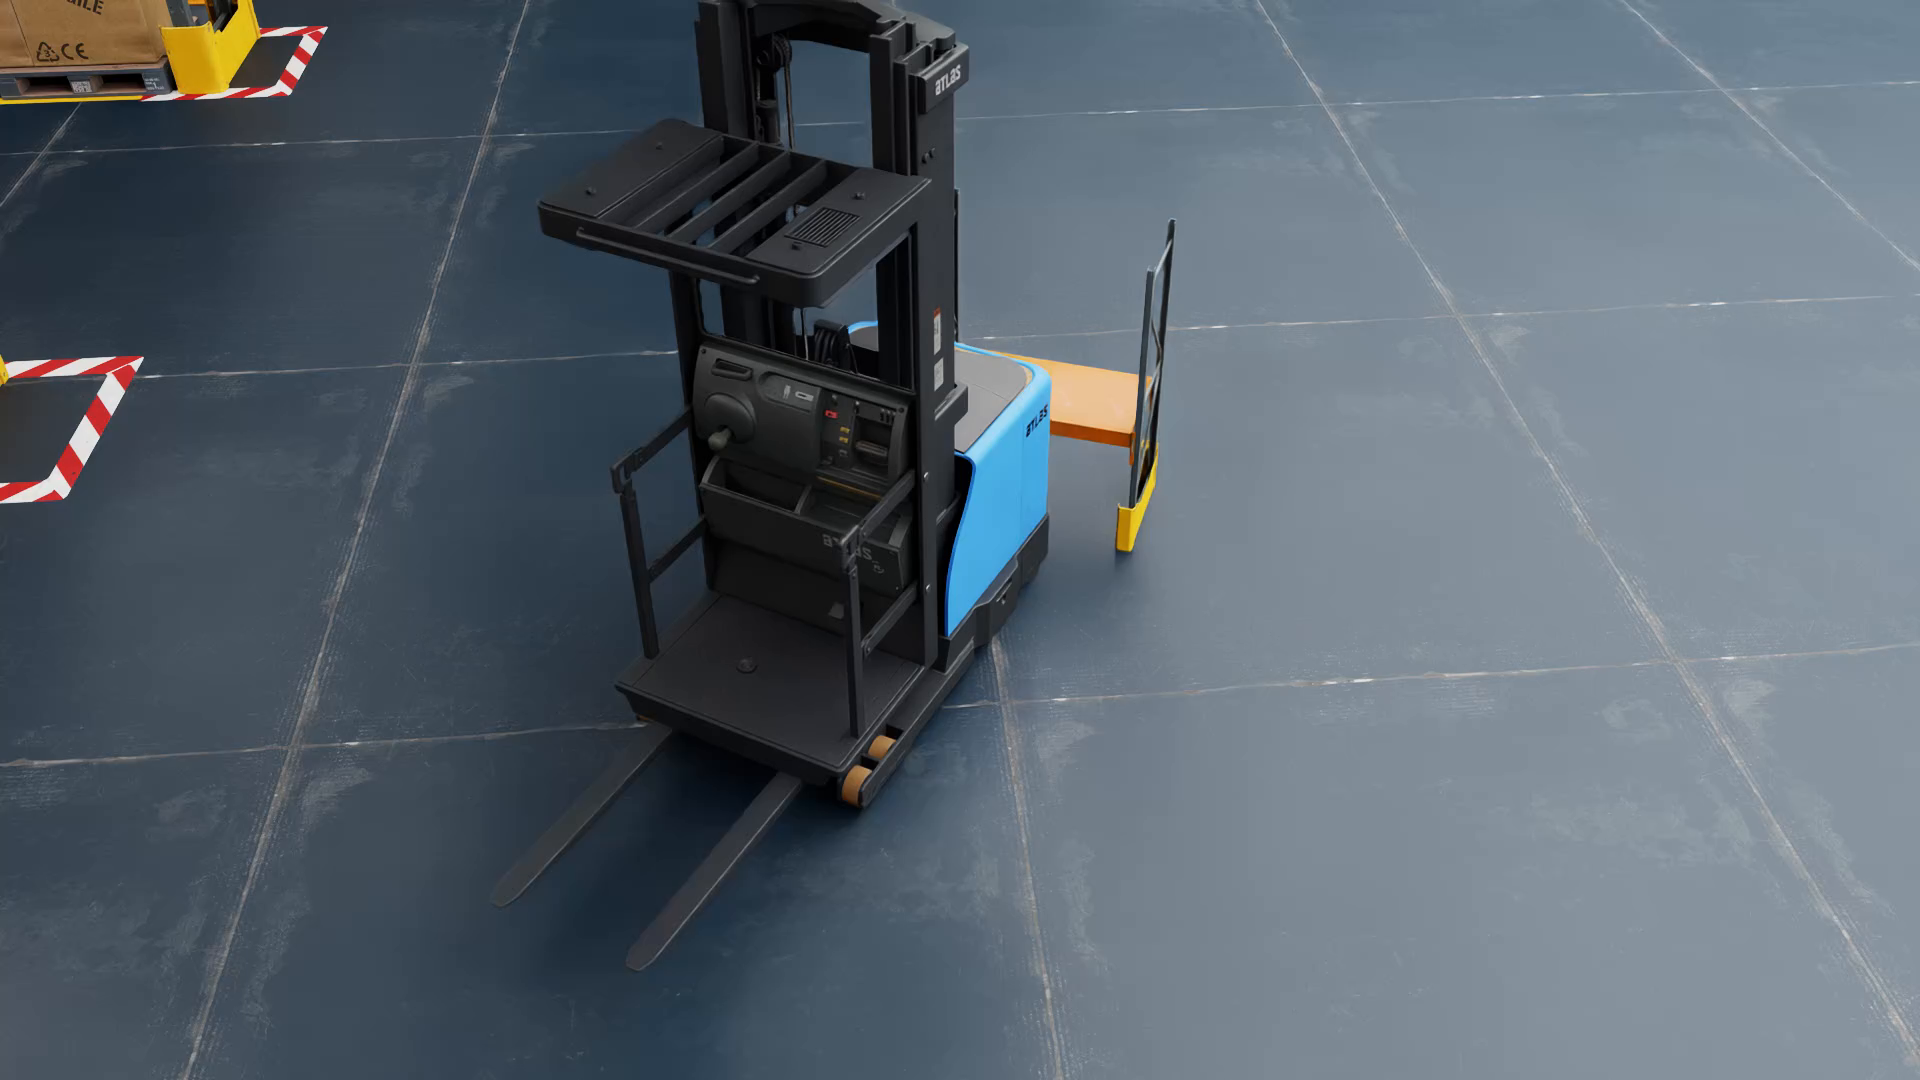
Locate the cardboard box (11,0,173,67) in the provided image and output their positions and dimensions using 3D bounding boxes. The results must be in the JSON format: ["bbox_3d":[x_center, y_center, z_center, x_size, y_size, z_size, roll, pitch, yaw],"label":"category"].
[{"bbox_3d":[-6.329,-4.068,12.183,0.875,0.875,0.875,-3,38,-4],"label":"cardboard box"}]

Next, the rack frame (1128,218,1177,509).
[{"bbox_3d":[0.887,-0.710,7.761,0.032,1.500,0.500,11,40,13],"label":"rack frame"}]

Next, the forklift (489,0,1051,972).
[{"bbox_3d":[-0.714,-0.394,6.205,1.130,2.935,3.031,18,42,21],"label":"forklift"}]

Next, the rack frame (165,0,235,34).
[{"bbox_3d":[-5.659,-4.816,11.754,0.127,3.000,1.000,-3,38,-4],"label":"rack frame"}]

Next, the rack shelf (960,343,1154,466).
[{"bbox_3d":[0.401,-0.661,7.989,1.000,0.185,0.538,11,40,13],"label":"rack shelf"}]

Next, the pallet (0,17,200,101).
[{"bbox_3d":[-6.449,-3.629,12.501,1.213,0.211,1.003,-3,38,-4],"label":"pallet"}]

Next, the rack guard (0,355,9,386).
[{"bbox_3d":[-5.396,-0.764,8.637,0.348,0.500,1.175,-3,38,-4],"label":"rack guard"}]

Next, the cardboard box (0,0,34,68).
[{"bbox_3d":[-7.205,-4.019,12.120,0.875,0.875,0.875,-4,38,-5],"label":"cardboard box"}]

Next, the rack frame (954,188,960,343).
[{"bbox_3d":[-0.085,-0.894,7.995,0.032,1.500,0.500,11,40,13],"label":"rack frame"}]

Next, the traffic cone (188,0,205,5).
[{"bbox_3d":[-6.314,-4.667,13.613,0.334,0.463,0.336,-3,38,-4],"label":"traffic cone"}]

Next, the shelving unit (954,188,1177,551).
[{"bbox_3d":[0.393,-0.804,7.880,1.083,1.500,0.587,11,40,13],"label":"shelving unit"}]

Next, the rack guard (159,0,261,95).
[{"bbox_3d":[-5.635,-3.836,12.530,0.348,0.500,1.175,-3,38,-4],"label":"rack guard"}]

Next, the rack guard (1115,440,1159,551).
[{"bbox_3d":[0.869,-0.223,8.152,0.087,0.250,0.587,11,40,13],"label":"rack guard"}]
